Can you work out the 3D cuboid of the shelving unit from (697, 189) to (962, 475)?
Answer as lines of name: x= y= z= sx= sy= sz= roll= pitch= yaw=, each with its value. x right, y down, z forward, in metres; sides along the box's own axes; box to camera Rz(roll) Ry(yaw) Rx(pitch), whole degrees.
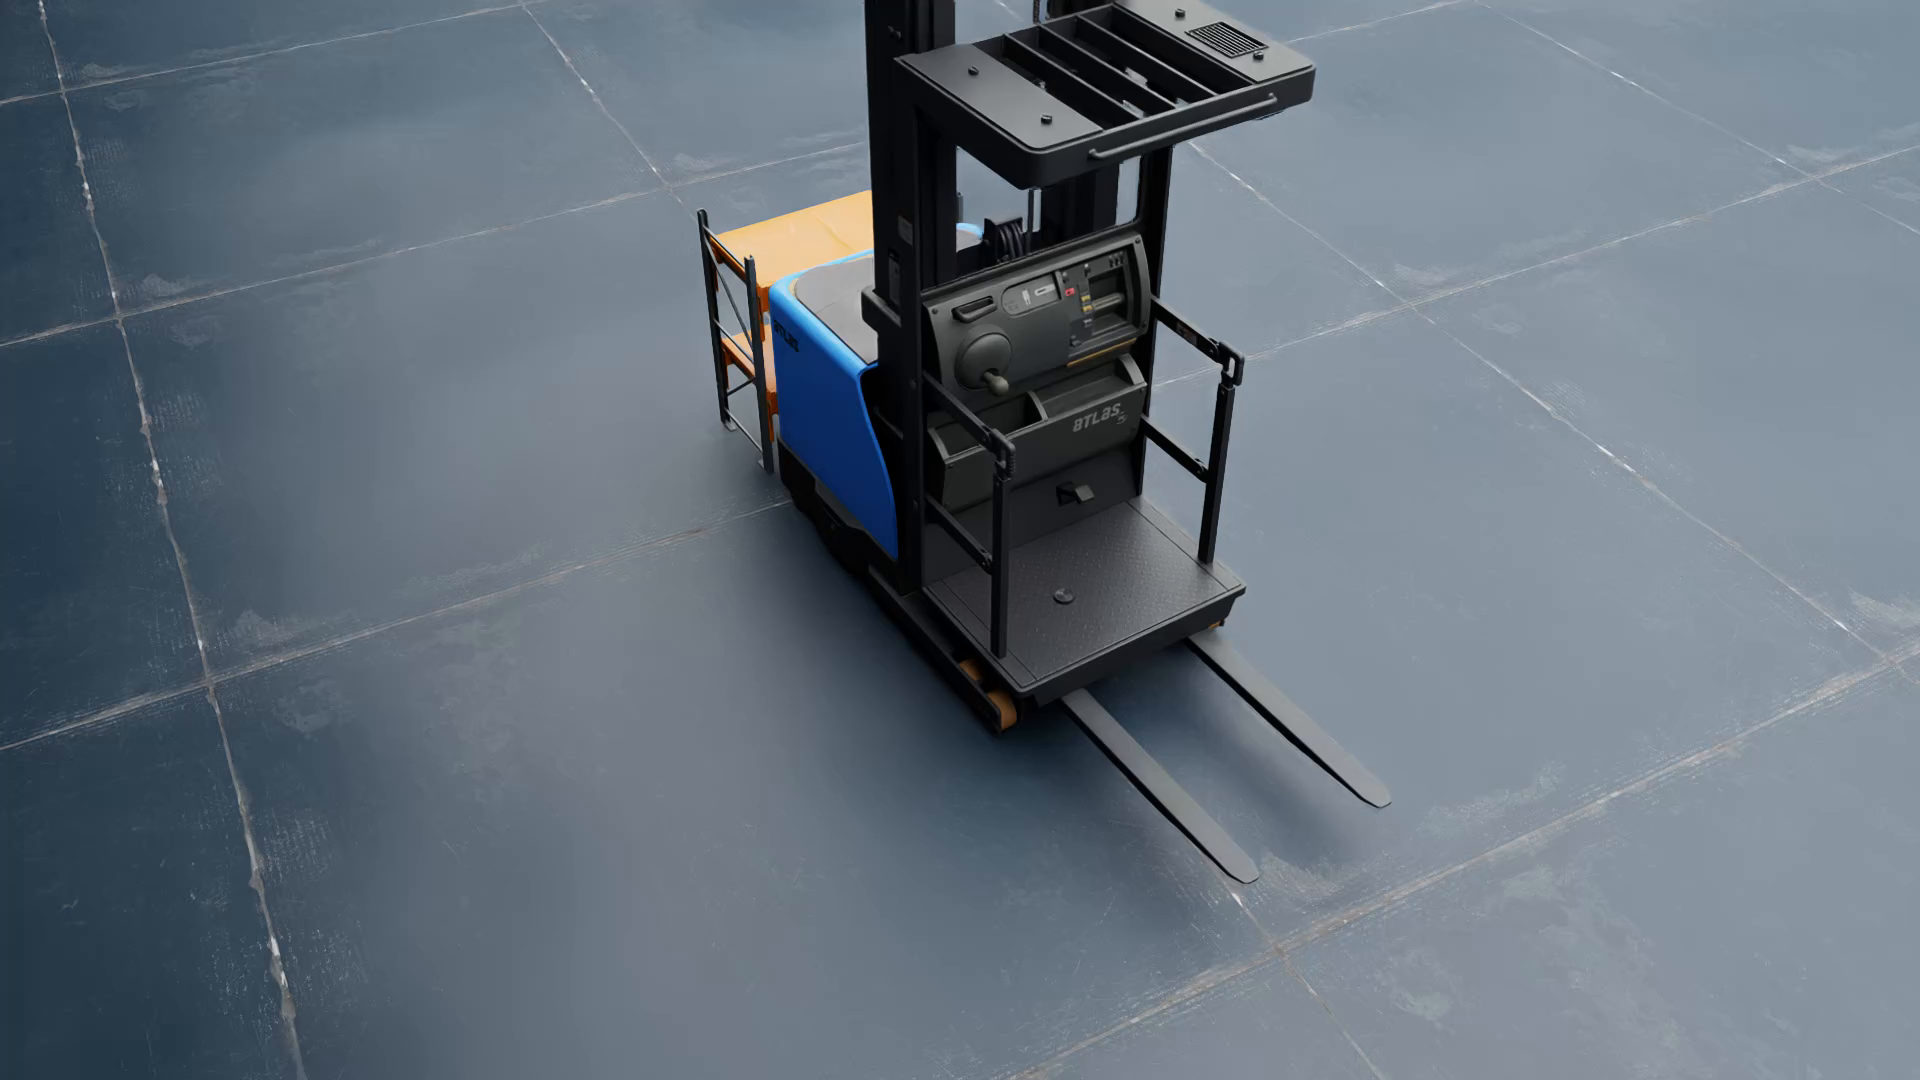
shelving unit: x=-0.565 y=-1.045 z=7.613 sx=1.048 sy=1.125 sz=0.538 roll=-22 pitch=45 yaw=-24

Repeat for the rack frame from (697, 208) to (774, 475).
rack frame: x=-0.996 y=-0.870 z=7.408 sx=0.032 sy=1.125 sz=0.500 roll=-22 pitch=45 yaw=-24

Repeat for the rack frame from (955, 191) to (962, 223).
rack frame: x=-0.134 y=-1.219 z=7.819 sx=0.032 sy=1.125 sz=0.500 roll=-22 pitch=45 yaw=-24

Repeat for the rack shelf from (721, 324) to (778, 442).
rack shelf: x=-0.565 y=-0.858 z=7.771 sx=1.000 sy=0.278 sz=0.538 roll=-22 pitch=45 yaw=-24

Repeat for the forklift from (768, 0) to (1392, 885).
forklift: x=0.413 y=-0.737 z=5.852 sx=1.130 sy=2.935 sz=3.031 roll=-23 pitch=45 yaw=-24

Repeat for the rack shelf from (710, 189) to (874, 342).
rack shelf: x=-0.565 y=-1.268 z=7.424 sx=1.000 sy=0.278 sz=0.538 roll=-22 pitch=45 yaw=-24
